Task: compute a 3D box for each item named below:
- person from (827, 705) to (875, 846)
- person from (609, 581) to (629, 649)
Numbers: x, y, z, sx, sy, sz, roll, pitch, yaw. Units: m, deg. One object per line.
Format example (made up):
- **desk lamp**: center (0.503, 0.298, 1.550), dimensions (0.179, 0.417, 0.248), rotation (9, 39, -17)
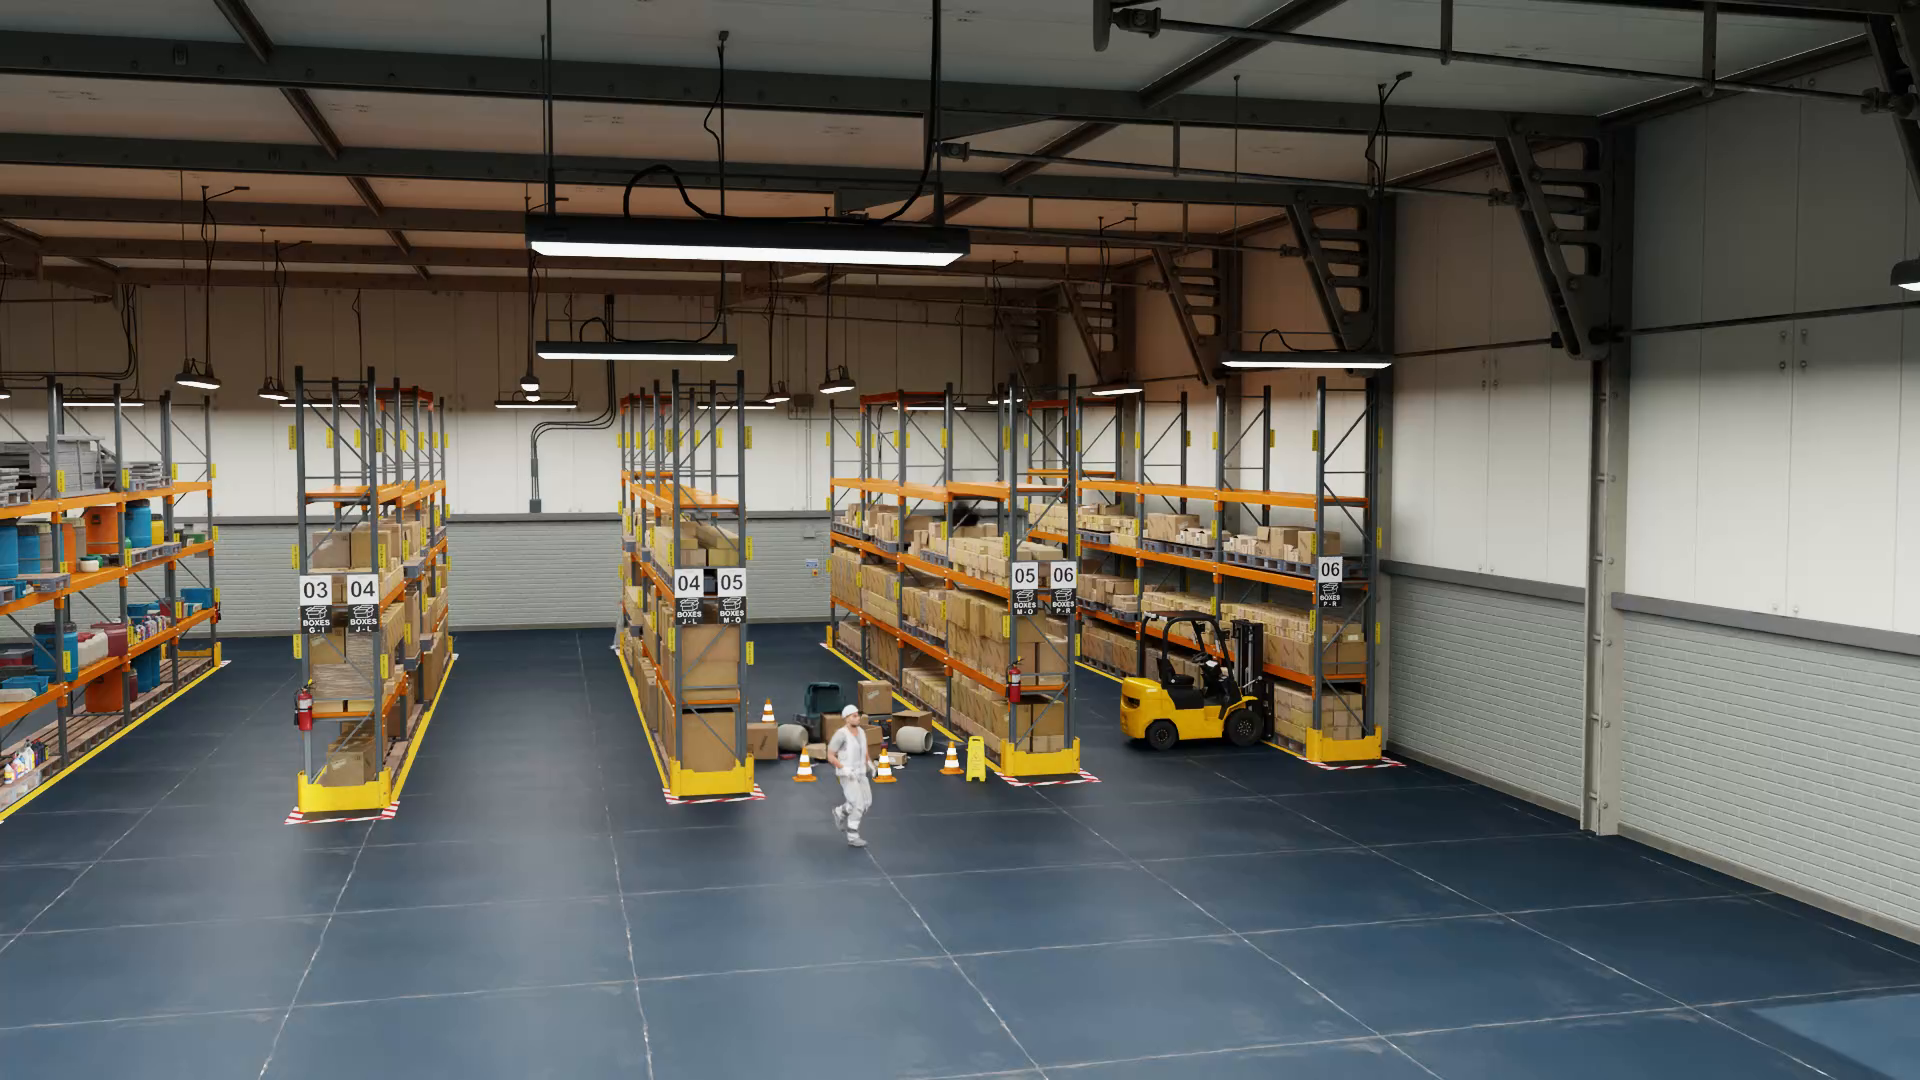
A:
- **person**: center (-1.389, 2.901, 20.599), dimensions (0.637, 1.742, 0.702), rotation (3, 4, 37)
- **person**: center (-8.033, 1.779, 40.213), dimensions (0.936, 1.685, 0.606), rotation (-1, 4, -22)
